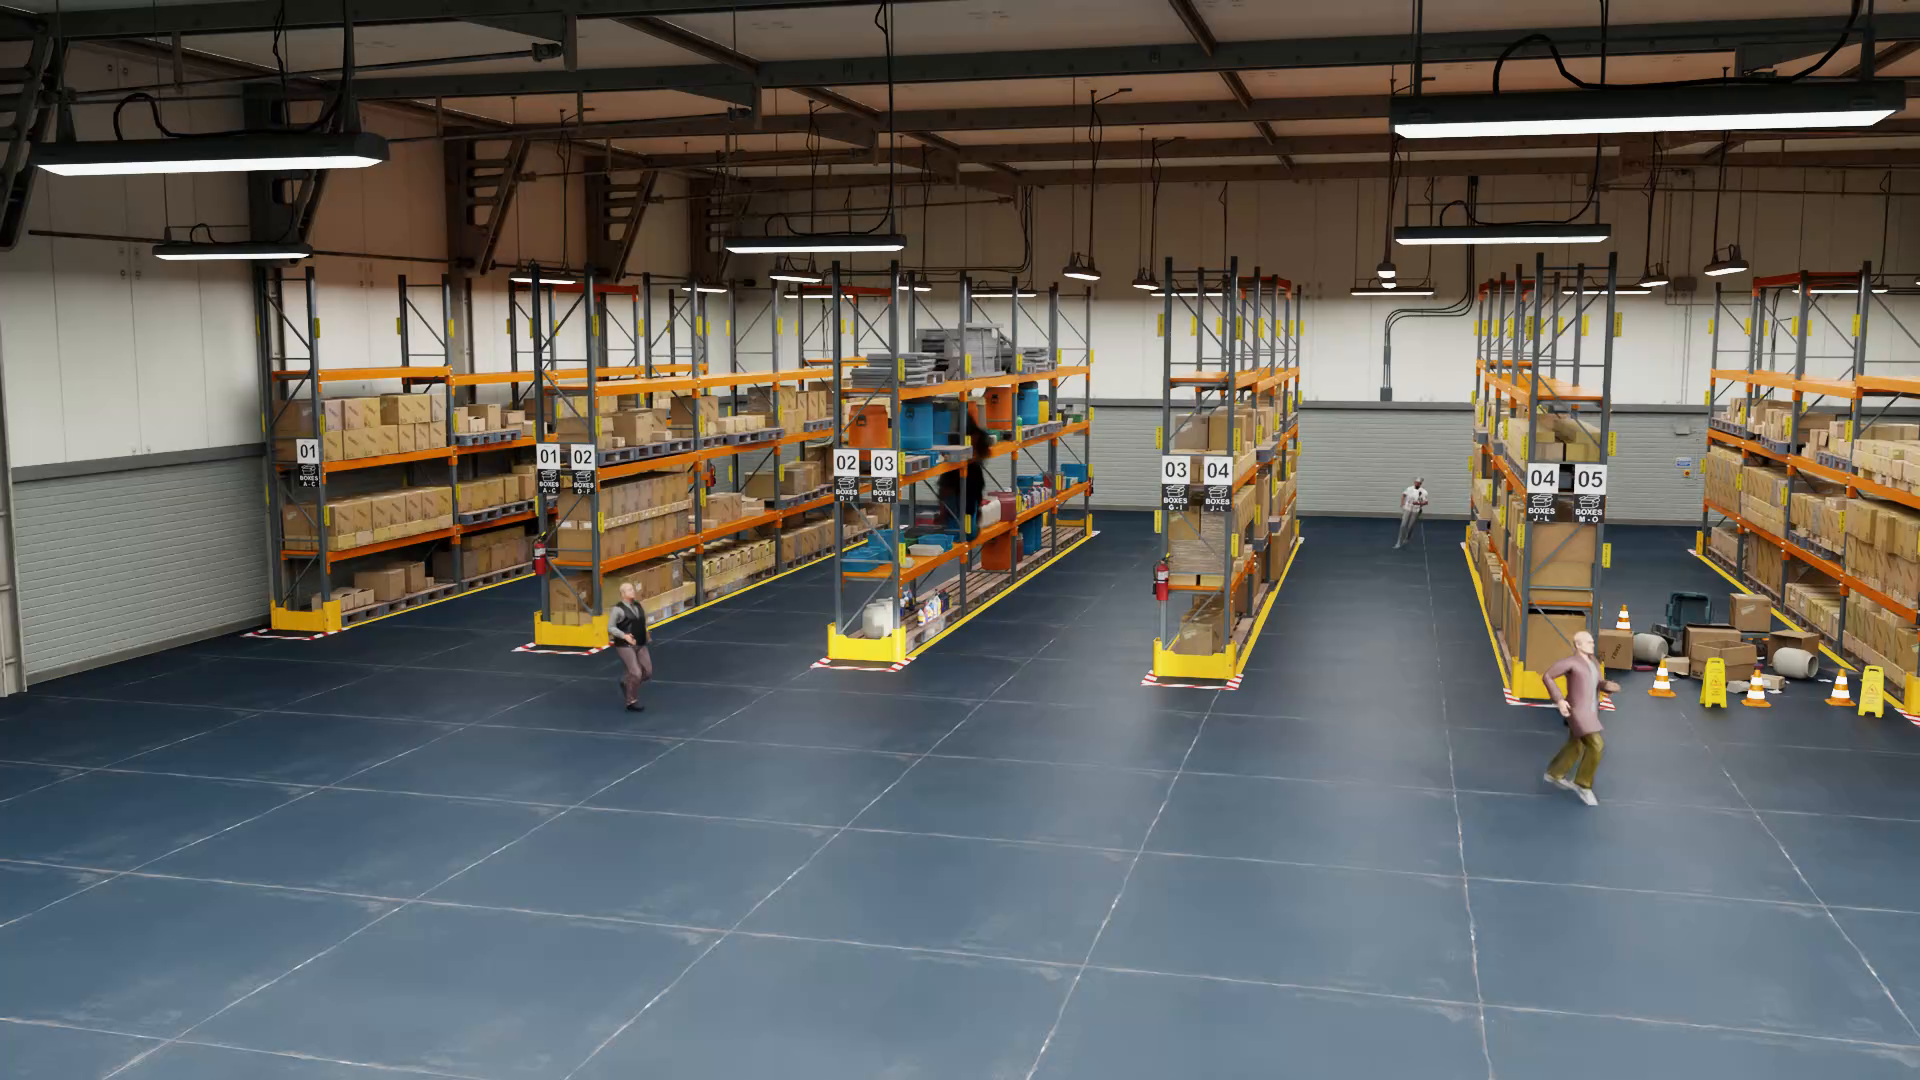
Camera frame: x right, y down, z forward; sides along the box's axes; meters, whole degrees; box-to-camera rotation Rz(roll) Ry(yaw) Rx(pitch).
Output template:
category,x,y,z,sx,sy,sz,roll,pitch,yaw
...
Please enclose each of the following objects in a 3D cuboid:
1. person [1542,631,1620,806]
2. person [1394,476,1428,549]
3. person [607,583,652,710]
category,x,y,z,sx,sy,sz,roll,pitch,yaw
person,6.612,1.887,17.724,0.668,1.842,0.825,-7,10,-44
person,10.378,-0.641,38.128,0.690,1.672,0.762,3,8,21
person,-4.351,1.397,21.939,0.609,1.672,0.657,5,9,35
